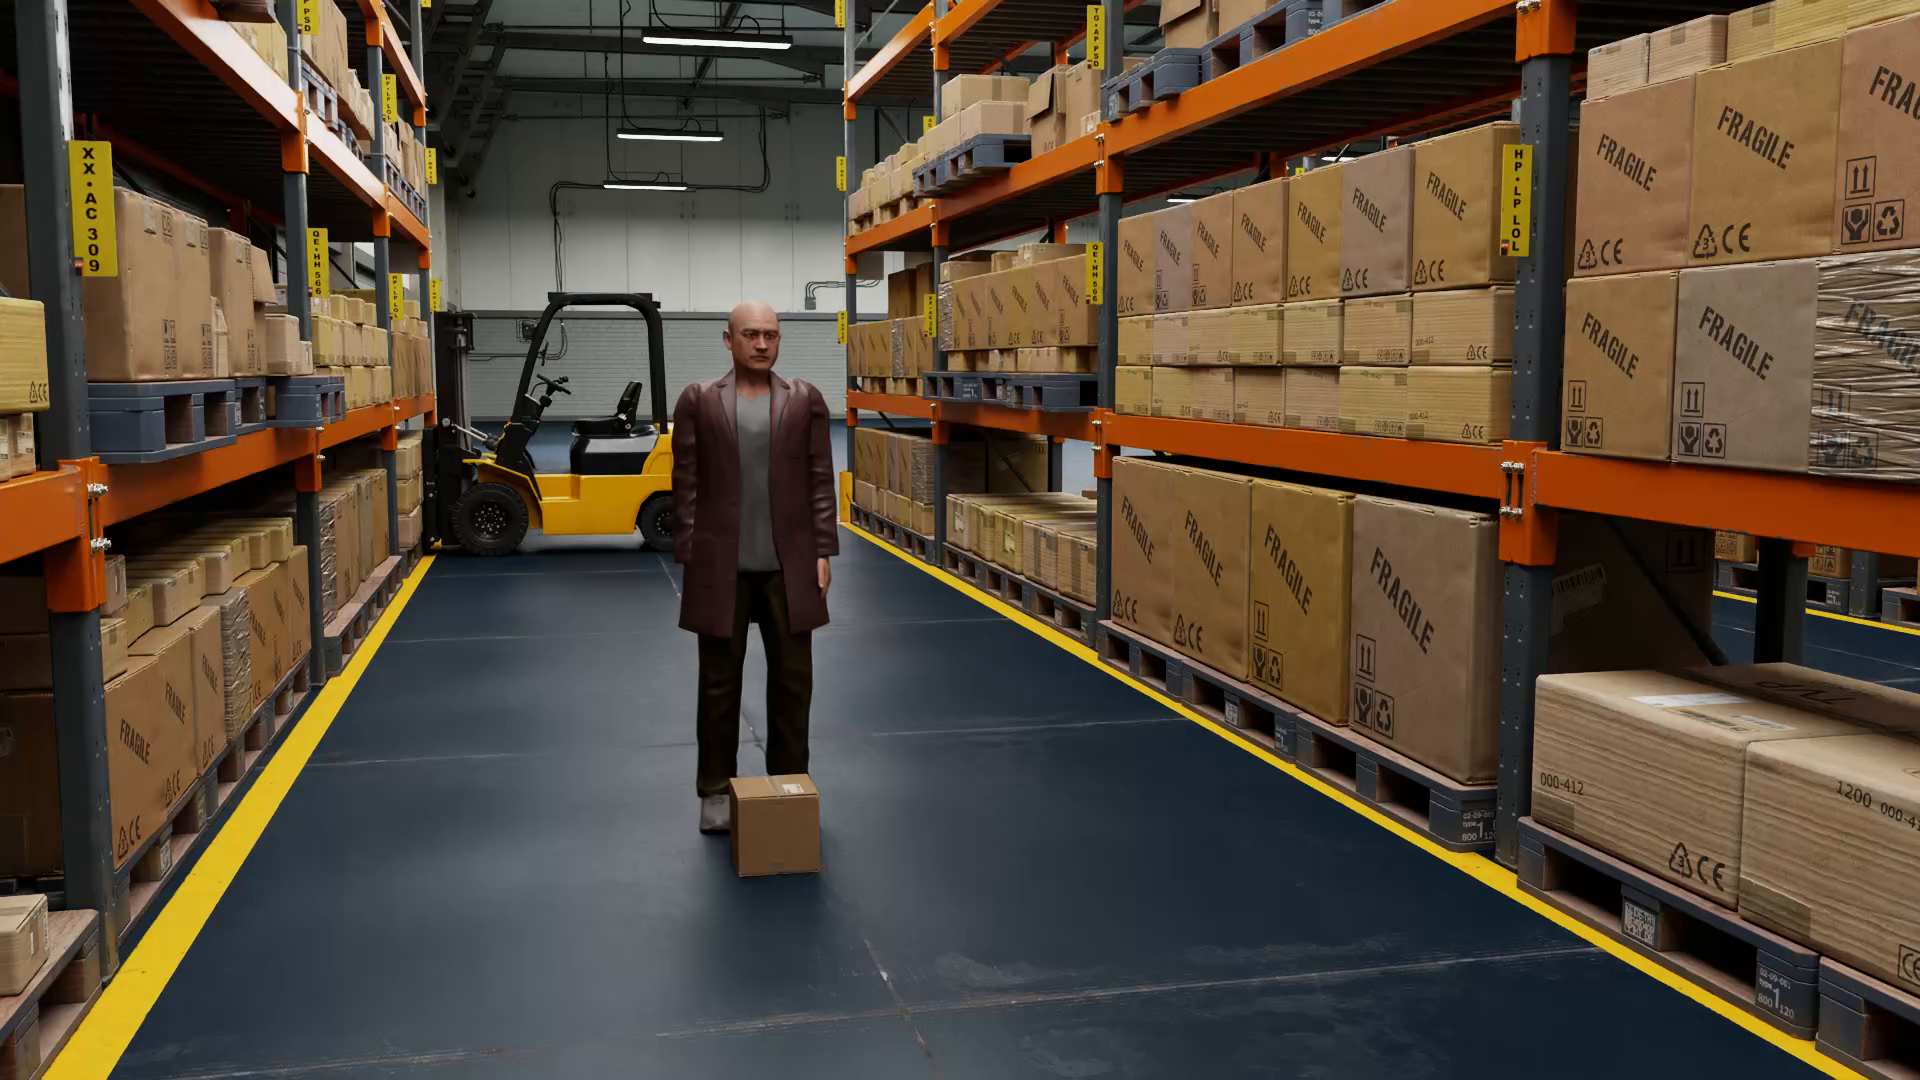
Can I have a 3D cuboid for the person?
[{"bbox_3d":[-0.683,0.081,5.621,0.562,1.776,0.390,-1,6,-12],"label":"person"}]
